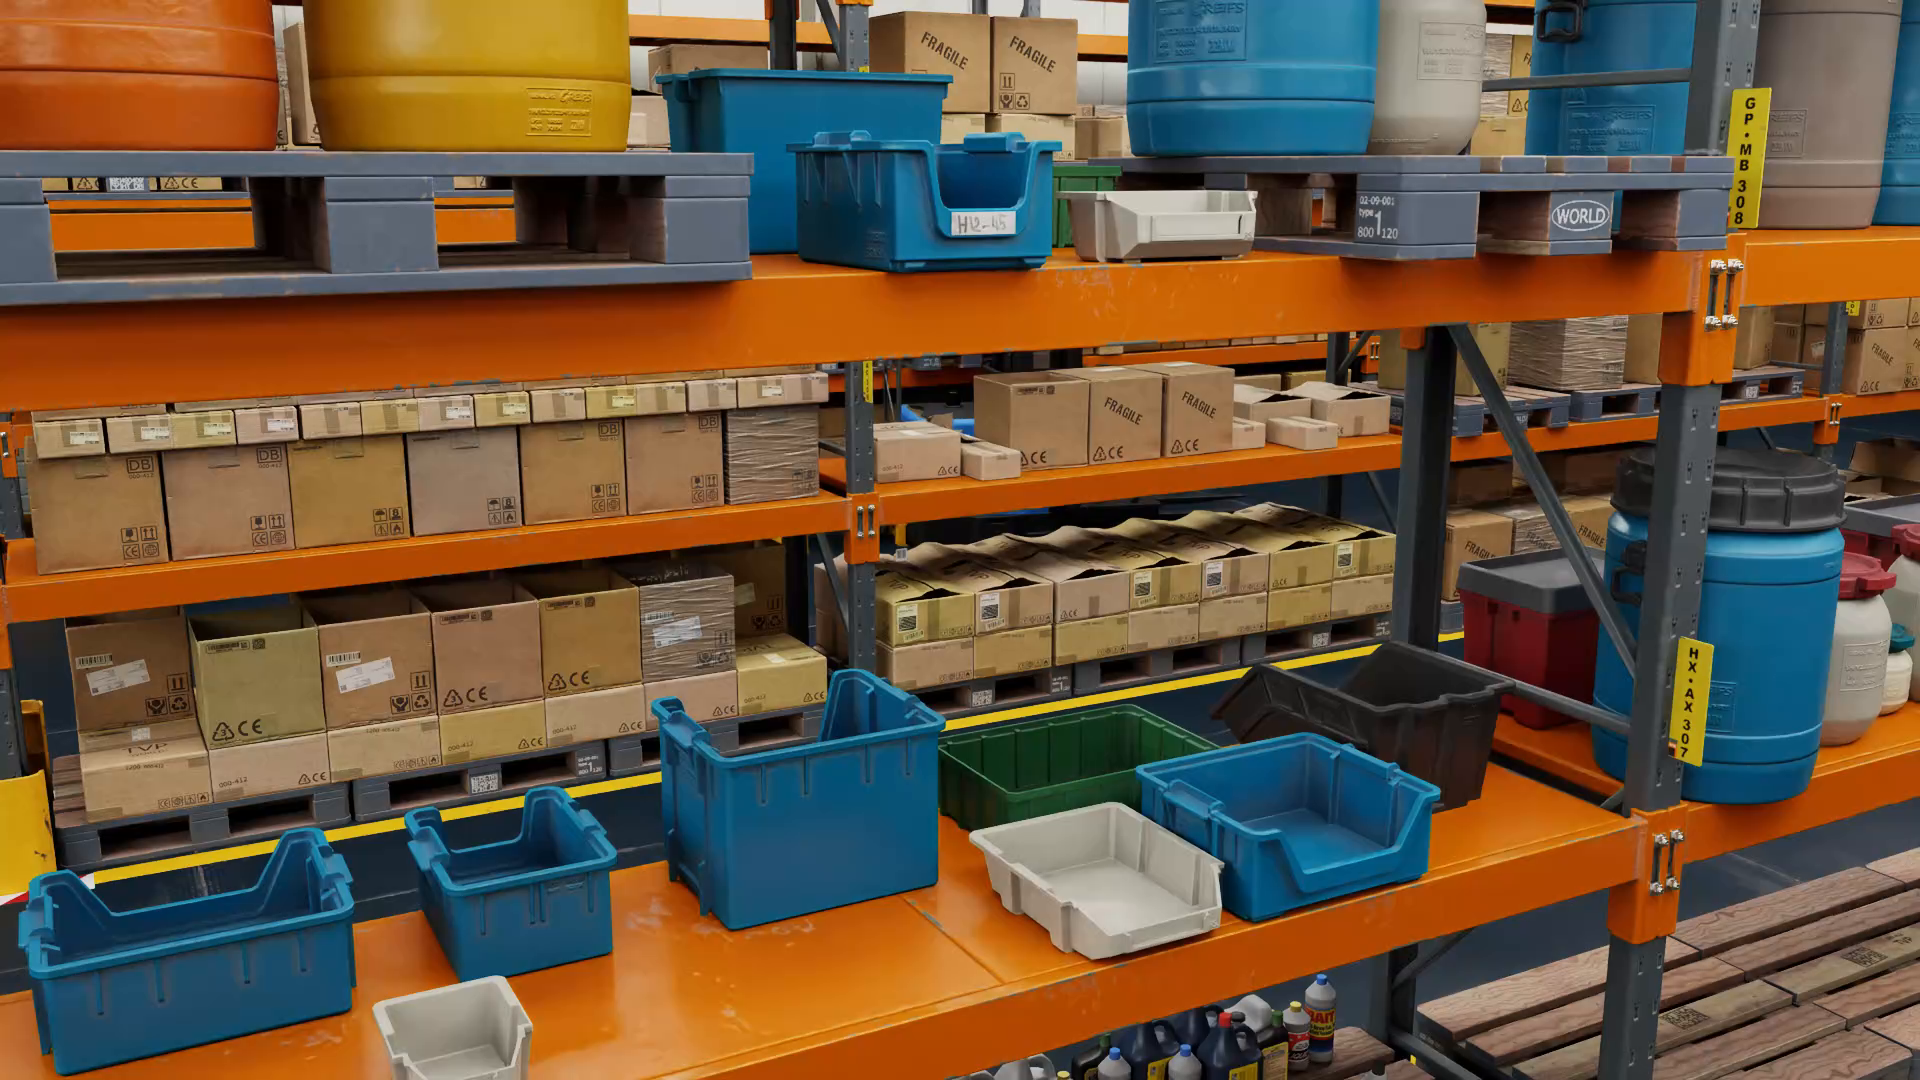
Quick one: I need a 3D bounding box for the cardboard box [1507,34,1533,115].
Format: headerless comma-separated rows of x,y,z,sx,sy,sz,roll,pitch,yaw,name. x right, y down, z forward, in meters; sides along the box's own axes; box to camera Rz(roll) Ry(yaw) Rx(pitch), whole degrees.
3.607,-3.029,10.902,0.500,0.500,0.500,-7,14,-28,cardboard box

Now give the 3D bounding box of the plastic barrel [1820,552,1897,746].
2.577,0.320,5.046,0.433,0.535,0.433,0,13,0,plastic barrel

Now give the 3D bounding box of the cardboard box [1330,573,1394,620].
2.428,0.308,10.716,0.500,0.250,0.500,-6,14,-27,cardboard box

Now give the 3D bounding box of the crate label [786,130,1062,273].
-0.077,-0.659,3.211,0.408,0.251,0.502,-7,14,-28,crate label

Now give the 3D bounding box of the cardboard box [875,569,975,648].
-0.255,0.357,9.219,0.500,0.311,0.500,-7,14,-28,cardboard box

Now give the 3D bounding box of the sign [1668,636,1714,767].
1.886,0.417,4.295,0.005,0.325,0.100,-7,14,-28,sign

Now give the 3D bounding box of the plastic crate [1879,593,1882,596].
3.026,0.310,5.881,0.662,0.188,0.450,-7,14,-28,plastic crate

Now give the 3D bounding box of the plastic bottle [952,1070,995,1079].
0.023,1.611,4.648,0.185,0.351,0.144,-6,14,-26,plastic bottle

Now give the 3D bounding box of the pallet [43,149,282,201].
-3.615,-1.579,7.164,1.213,0.211,1.003,-7,14,-28,pallet

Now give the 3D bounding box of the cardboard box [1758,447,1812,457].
6.648,-0.462,13.520,0.500,0.500,0.500,-7,14,-28,cardboard box

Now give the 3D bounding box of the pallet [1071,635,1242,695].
0.963,0.636,10.303,1.213,0.211,1.003,-7,14,-28,pallet

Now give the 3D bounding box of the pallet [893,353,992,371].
-0.178,-1.696,14.752,1.003,0.211,1.213,-7,14,-28,pallet

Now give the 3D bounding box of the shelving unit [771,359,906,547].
-1.025,-0.710,13.347,1.083,1.500,0.587,-4,13,-15,shelving unit

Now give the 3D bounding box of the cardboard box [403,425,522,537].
-2.475,-0.348,8.098,0.500,0.500,0.700,-6,14,-26,cardboard box

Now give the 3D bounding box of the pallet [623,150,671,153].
-1.474,-1.836,8.305,1.213,0.211,1.003,-7,14,-28,pallet

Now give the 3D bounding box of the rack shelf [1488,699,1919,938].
3.388,0.585,5.816,4.000,0.370,1.077,-7,14,-28,rack shelf

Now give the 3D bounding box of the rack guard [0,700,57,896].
-4.270,1.132,7.438,0.348,0.500,1.175,-7,14,-28,rack guard

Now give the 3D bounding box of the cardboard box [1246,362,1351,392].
3.399,-1.369,16.800,0.750,0.750,0.750,-7,14,-27,cardboard box

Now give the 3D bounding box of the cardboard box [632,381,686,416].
-1.550,-0.724,8.290,0.250,0.149,0.380,-7,14,-28,cardboard box

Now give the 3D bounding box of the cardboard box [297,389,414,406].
-2.885,-0.933,7.741,0.500,0.500,0.700,-7,14,-28,cardboard box

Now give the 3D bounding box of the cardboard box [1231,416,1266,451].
1.681,-0.664,10.298,0.250,0.149,0.380,-6,14,-24,cardboard box

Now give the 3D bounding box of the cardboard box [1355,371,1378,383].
4.391,-1.690,17.546,0.250,0.149,0.380,-7,14,-28,cardboard box

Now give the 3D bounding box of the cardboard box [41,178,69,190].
-6.212,-2.553,11.015,0.500,0.500,0.500,-6,14,-26,cardboard box

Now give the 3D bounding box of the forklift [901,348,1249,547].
1.038,-1.468,13.457,3.031,2.935,1.130,-3,13,-11,forklift

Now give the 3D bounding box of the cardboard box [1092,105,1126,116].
1.235,-3.740,15.335,0.500,0.500,0.700,-8,15,-31,cardboard box

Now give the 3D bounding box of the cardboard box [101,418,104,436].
-3.775,-0.560,7.558,0.250,0.149,0.380,-6,14,-26,cardboard box

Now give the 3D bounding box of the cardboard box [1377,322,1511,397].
3.272,-1.273,11.249,0.700,0.500,0.500,11,17,41,cardboard box

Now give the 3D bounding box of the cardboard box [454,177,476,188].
-3.889,-2.835,12.269,0.500,0.500,0.500,-8,15,-33,cardboard box

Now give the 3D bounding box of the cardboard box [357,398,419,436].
-2.671,-0.590,7.696,0.250,0.149,0.380,-7,14,-29,cardboard box

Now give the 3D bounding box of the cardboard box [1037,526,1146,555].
0.816,0.095,10.386,0.500,0.311,0.500,-7,14,-29,cardboard box

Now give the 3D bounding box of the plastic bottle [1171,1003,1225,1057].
0.725,1.527,5.022,0.185,0.351,0.144,-6,14,-26,plastic bottle

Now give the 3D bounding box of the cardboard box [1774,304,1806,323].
6.604,-1.992,13.122,0.500,0.500,0.500,-7,14,-28,cardboard box

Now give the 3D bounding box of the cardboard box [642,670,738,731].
-1.483,0.768,8.672,0.500,0.250,0.500,-7,14,-28,cardboard box

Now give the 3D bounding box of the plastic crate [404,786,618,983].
-1.010,0.760,3.737,0.408,0.251,0.499,-7,14,-28,plastic crate

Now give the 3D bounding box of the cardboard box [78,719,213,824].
-3.671,1.033,7.491,0.500,0.250,0.500,-7,14,-28,cardboard box

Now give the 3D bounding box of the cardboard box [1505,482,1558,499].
3.936,-0.124,12.021,0.500,0.500,0.500,-7,15,-30,cardboard box

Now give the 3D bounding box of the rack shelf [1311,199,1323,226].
1.018,-1.833,9.730,4.000,0.370,1.077,-7,14,-28,rack shelf

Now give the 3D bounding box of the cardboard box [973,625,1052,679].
0.184,0.578,9.515,0.500,0.250,0.500,-6,14,-26,cardboard box

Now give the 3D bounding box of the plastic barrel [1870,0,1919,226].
3.123,-1.496,5.452,0.708,0.901,0.600,-7,14,-28,plastic barrel

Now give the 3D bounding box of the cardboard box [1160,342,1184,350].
1.913,-1.903,15.761,0.250,0.149,0.380,-7,14,-27,cardboard box

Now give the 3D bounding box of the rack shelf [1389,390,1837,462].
4.529,-0.791,11.929,4.000,0.370,1.077,-7,14,-28,rack shelf

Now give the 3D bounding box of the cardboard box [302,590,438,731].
-2.801,0.560,7.889,0.500,0.500,0.500,-7,14,-28,cardboard box

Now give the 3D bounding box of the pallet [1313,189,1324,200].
2.221,-2.214,10.212,1.003,0.211,1.213,-6,14,-25,pallet

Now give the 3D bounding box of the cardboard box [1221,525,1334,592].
1.979,0.090,10.405,0.500,0.311,0.500,-7,14,-29,cardboard box

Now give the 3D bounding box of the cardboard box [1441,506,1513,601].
3.310,0.081,11.109,0.500,0.500,0.500,-6,14,-25,cardboard box

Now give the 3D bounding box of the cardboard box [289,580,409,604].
-3.050,0.459,8.334,0.500,0.500,0.500,-7,14,-28,cardboard box

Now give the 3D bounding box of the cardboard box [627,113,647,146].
-1.665,-1.945,7.884,0.250,0.149,0.380,-7,14,-28,cardboard box

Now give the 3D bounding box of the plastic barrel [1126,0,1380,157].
0.708,-1.384,3.998,0.708,0.901,0.600,-7,14,-28,plastic barrel

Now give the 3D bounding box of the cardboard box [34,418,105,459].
-3.801,-0.455,7.092,0.250,0.149,0.380,-7,14,-28,cardboard box

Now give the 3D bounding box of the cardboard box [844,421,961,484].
-0.326,-0.497,9.329,0.500,0.250,0.500,-6,14,-24,cardboard box

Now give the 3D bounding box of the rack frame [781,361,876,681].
-0.738,-0.510,9.045,0.127,3.000,1.000,-7,14,-28,rack frame

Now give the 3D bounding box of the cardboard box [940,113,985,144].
-0.192,-2.168,8.966,0.500,0.250,0.500,-5,14,-22,cardboard box

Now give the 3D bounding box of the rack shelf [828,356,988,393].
-1.359,-1.324,14.299,4.000,0.370,1.077,-7,14,-28,rack shelf

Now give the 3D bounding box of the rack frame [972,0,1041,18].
0.397,-4.812,14.496,0.127,3.000,1.000,-7,14,-28,rack frame

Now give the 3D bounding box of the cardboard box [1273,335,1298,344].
3.084,-2.014,16.255,0.250,0.149,0.380,-7,14,-28,cardboard box

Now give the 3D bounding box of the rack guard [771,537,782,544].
-1.505,-0.070,13.353,0.087,0.250,0.587,-4,13,-15,rack guard
